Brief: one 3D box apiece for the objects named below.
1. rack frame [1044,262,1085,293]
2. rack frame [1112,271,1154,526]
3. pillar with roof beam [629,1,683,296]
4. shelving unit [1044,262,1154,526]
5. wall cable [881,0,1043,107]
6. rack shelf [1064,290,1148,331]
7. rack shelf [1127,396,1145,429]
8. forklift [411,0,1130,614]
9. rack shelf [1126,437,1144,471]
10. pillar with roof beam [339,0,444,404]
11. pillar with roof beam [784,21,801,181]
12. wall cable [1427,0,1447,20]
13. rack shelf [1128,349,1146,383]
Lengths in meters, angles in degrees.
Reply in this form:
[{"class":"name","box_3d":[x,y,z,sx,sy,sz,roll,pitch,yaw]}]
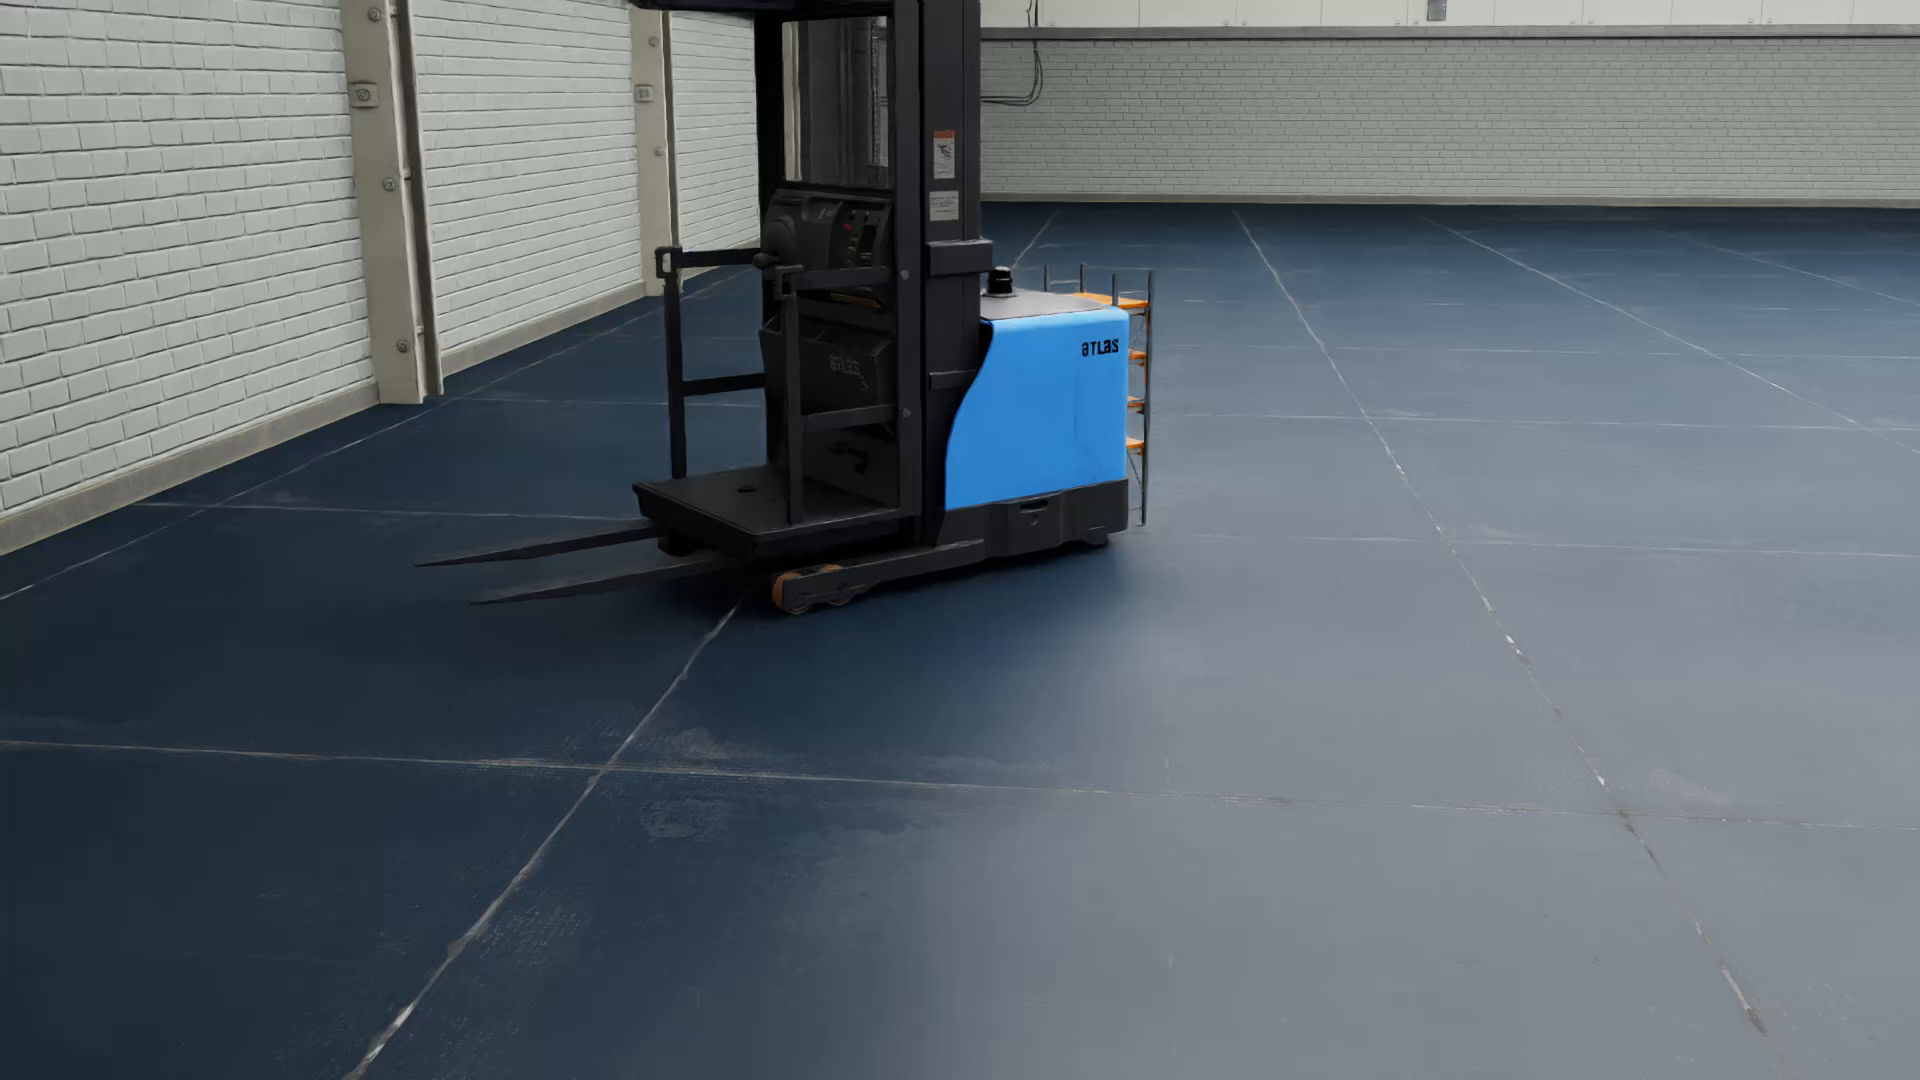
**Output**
[{"class":"rack frame","box_3d":[0.502,-0.739,8.096,0.240,1.200,0.015,-11,18,-35]},{"class":"rack frame","box_3d":[0.790,-0.636,7.716,0.240,1.200,0.015,-11,18,-35]},{"class":"pillar with roof beam","box_3d":[1.255,-6.728,15.304,9.100,9.000,0.400,2,15,6]},{"class":"shelving unit","box_3d":[0.646,-0.688,7.906,0.258,1.200,0.503,-11,18,-35]},{"class":"wall cable","box_3d":[-0.023,-9.193,30.370,3.097,2.526,0.112,2,15,6]},{"class":"rack shelf","box_3d":[0.646,-1.067,7.804,0.258,0.148,0.480,-11,18,-35]},{"class":"rack shelf","box_3d":[0.646,-0.623,7.923,0.258,0.148,0.480,-11,18,-35]},{"class":"forklift","box_3d":[-0.725,-1.277,6.769,3.031,2.935,1.130,-11,19,-35]},{"class":"rack shelf","box_3d":[0.645,-0.431,7.975,0.258,0.148,0.480,-11,18,-35]},{"class":"pillar with roof beam","box_3d":[0.578,-5.172,9.549,9.100,9.000,0.400,2,15,6]},{"class":"pillar with roof beam","box_3d":[1.932,-8.284,21.059,9.100,9.000,0.400,2,15,6]},{"class":"wall cable","box_3d":[9.408,-12.050,28.471,2.305,6.003,0.169,2,15,6]},{"class":"rack shelf","box_3d":[0.646,-0.839,7.865,0.258,0.148,0.480,-11,18,-35]}]
